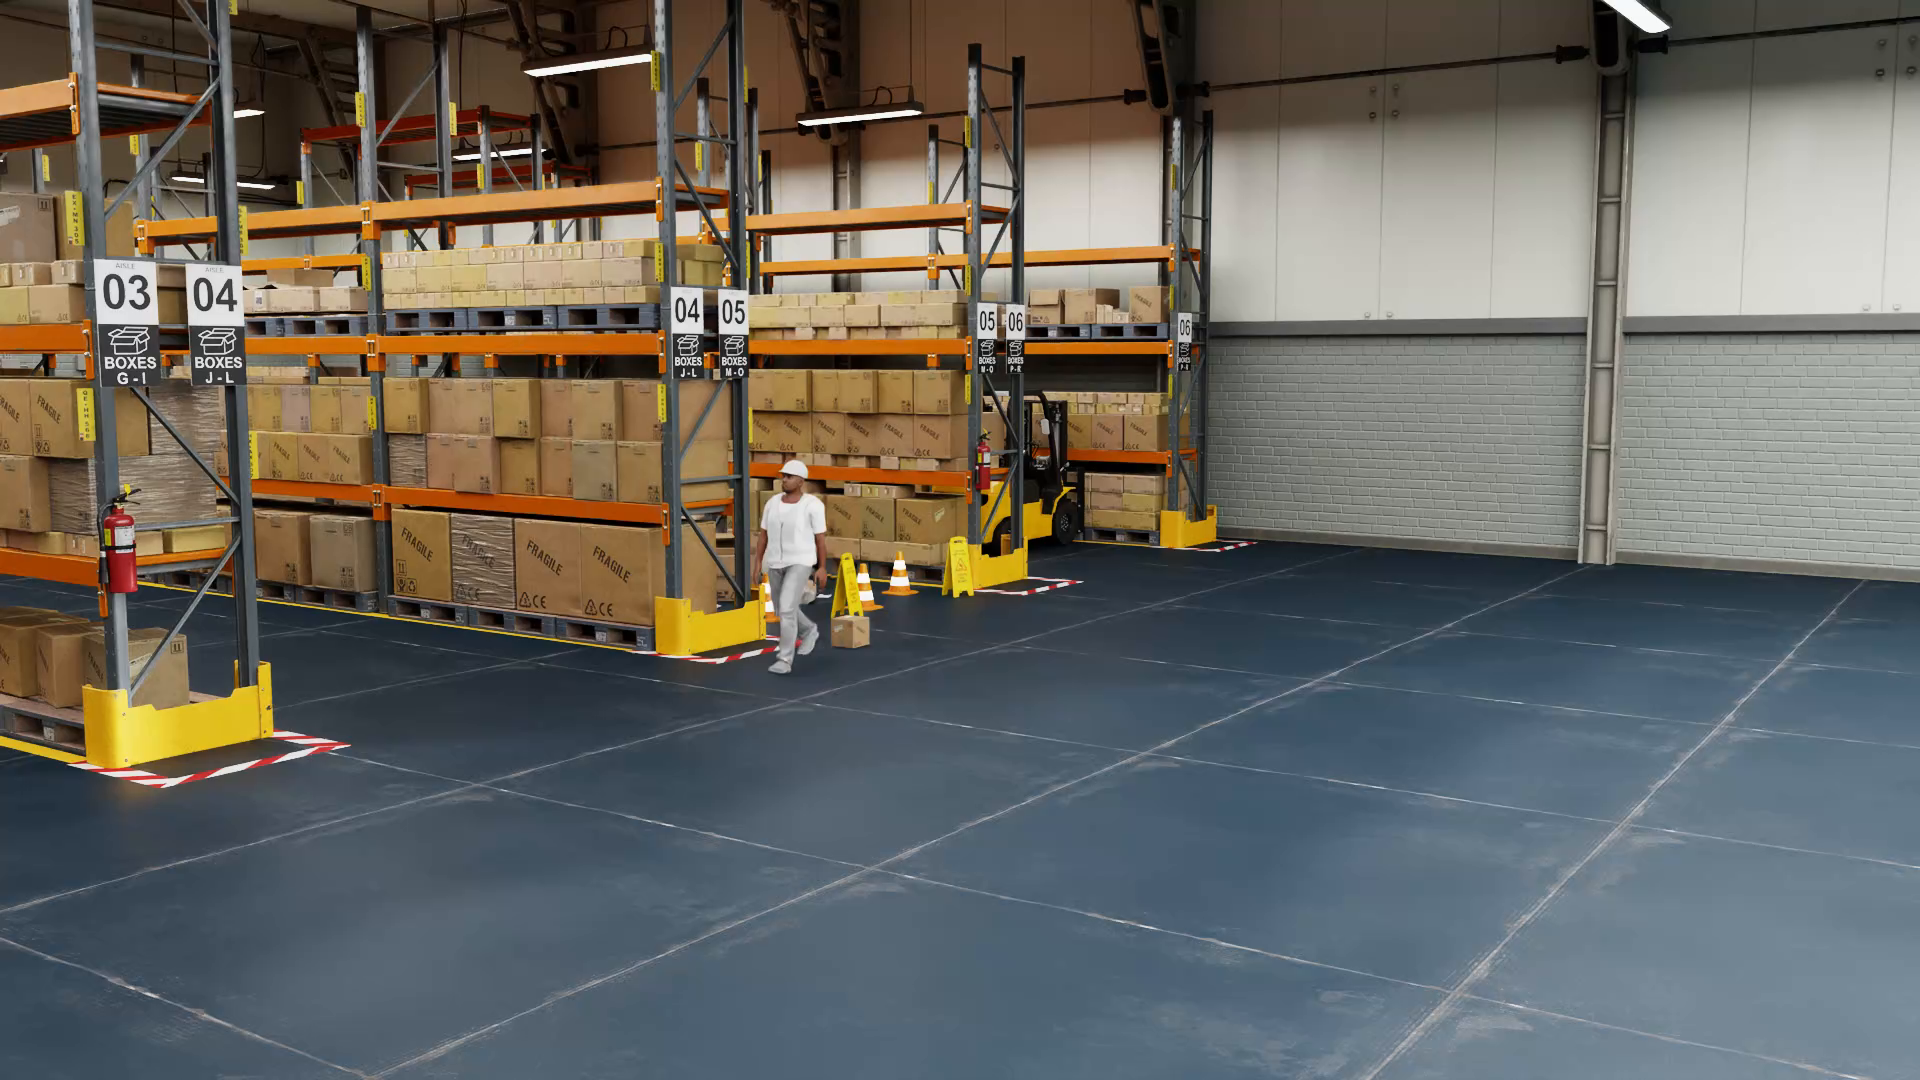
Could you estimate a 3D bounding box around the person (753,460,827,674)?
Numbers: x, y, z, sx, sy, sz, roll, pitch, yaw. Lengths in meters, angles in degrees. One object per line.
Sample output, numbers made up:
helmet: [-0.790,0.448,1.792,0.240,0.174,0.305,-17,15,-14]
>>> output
person: [-1.407,0.201,13.811,0.590,1.739,0.923,3,7,28]
